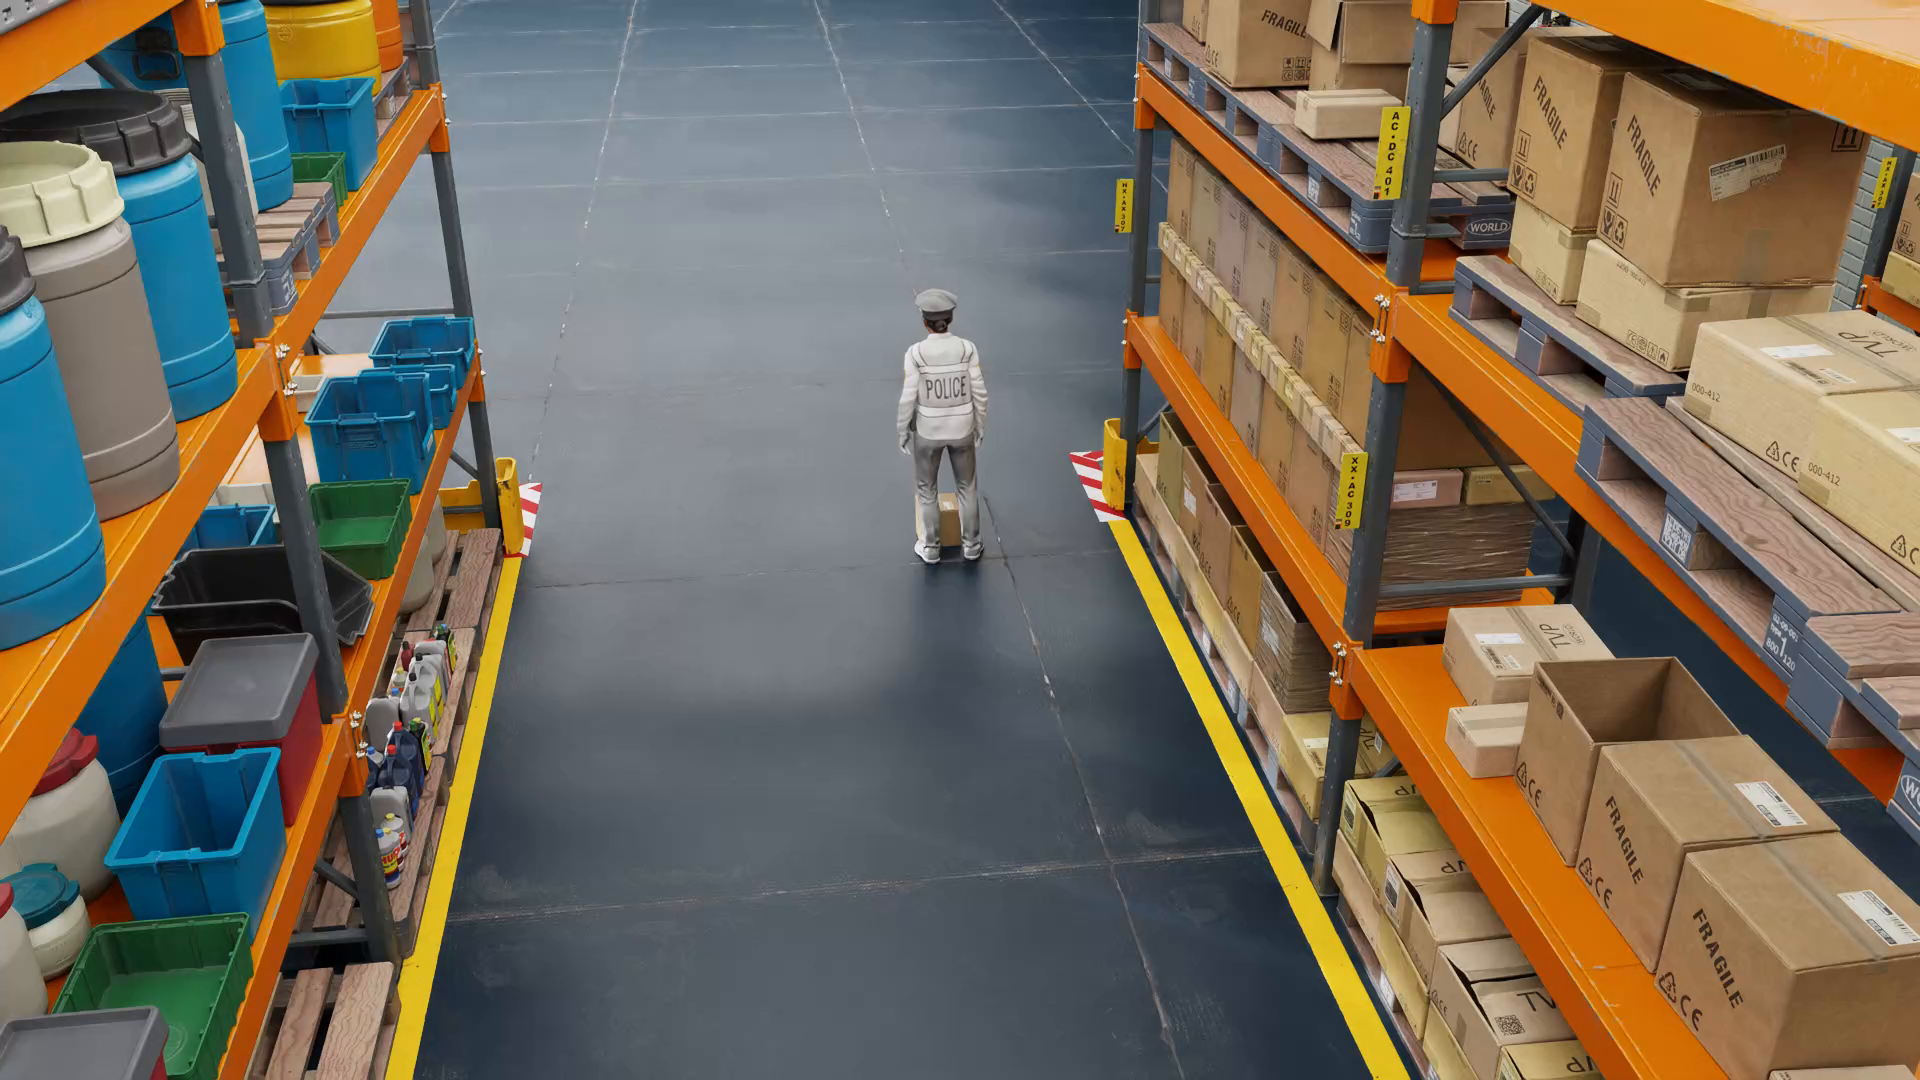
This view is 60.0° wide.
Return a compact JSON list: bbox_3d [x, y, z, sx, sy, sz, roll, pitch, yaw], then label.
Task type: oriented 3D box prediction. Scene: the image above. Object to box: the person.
[{"bbox_3d":[-0.103,-0.644,9.857,0.547,1.667,0.370,-5,28,-10],"label":"person"}]
